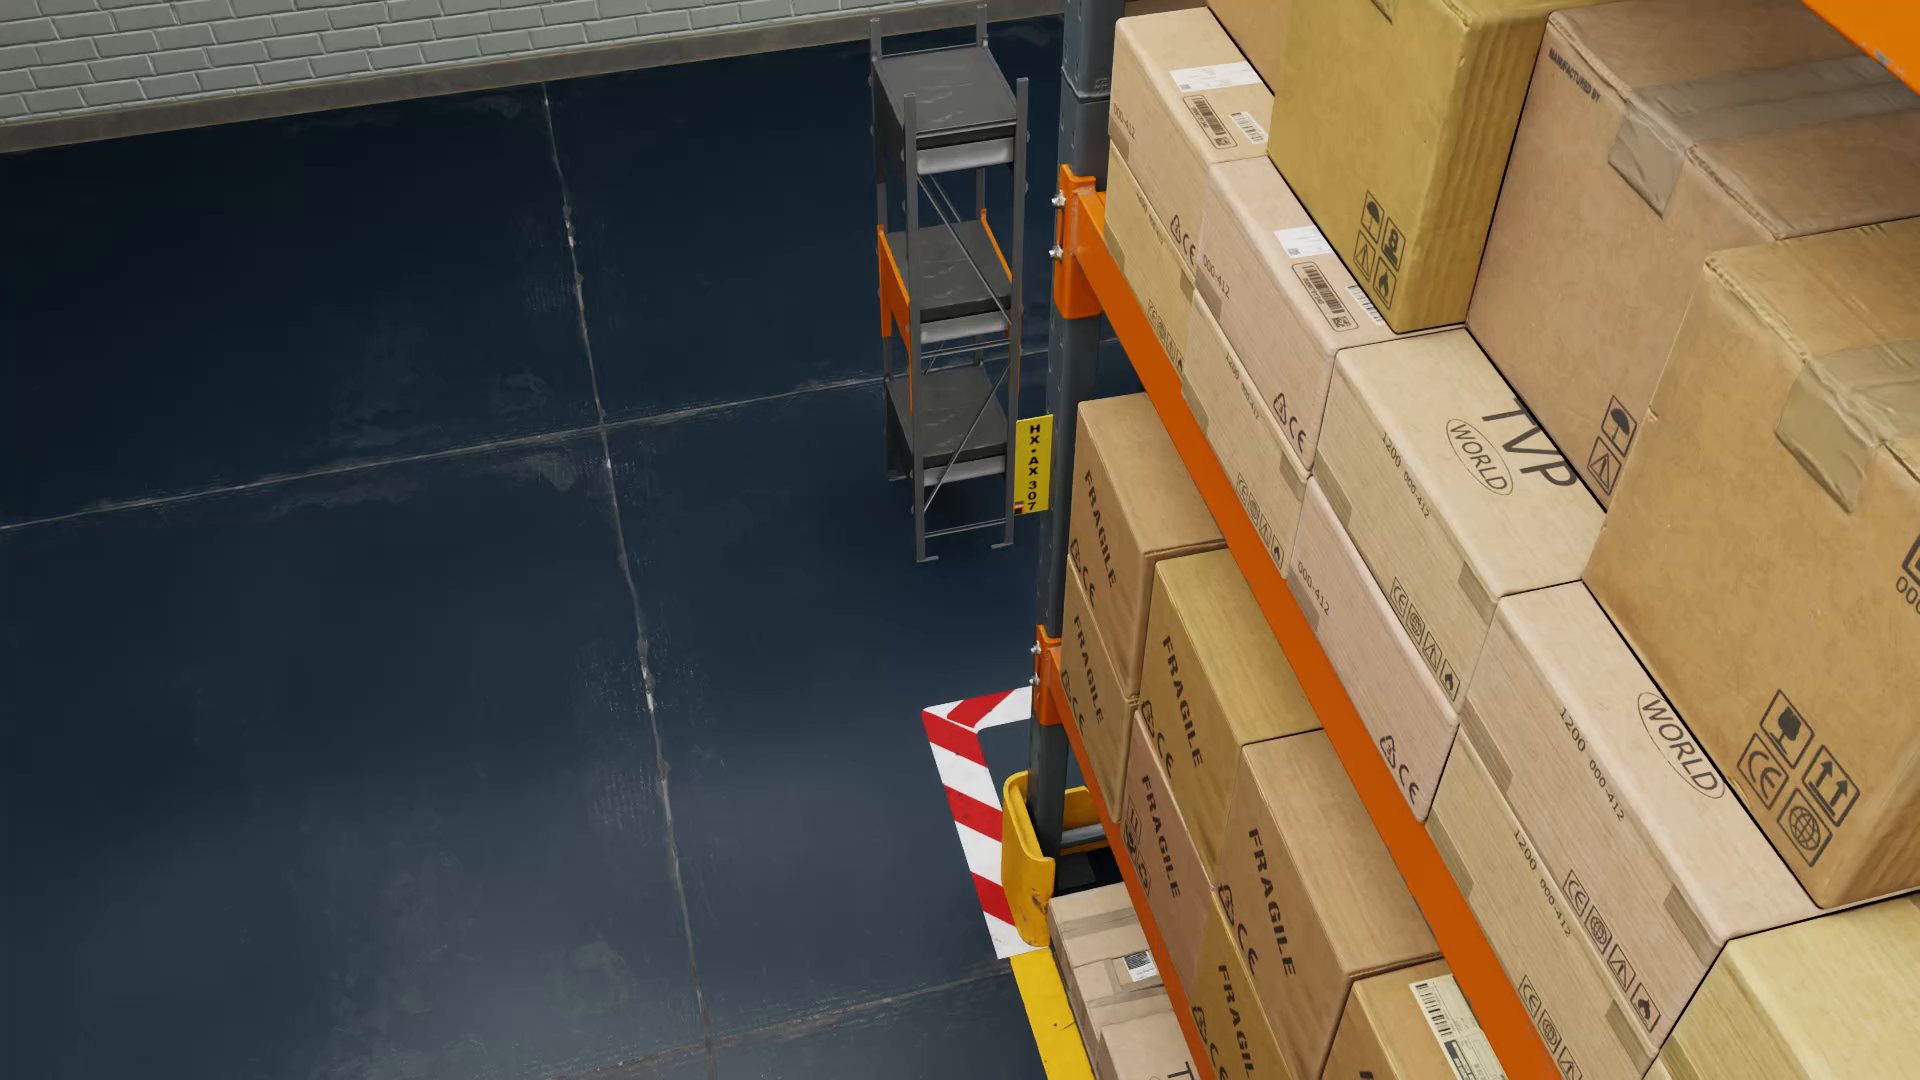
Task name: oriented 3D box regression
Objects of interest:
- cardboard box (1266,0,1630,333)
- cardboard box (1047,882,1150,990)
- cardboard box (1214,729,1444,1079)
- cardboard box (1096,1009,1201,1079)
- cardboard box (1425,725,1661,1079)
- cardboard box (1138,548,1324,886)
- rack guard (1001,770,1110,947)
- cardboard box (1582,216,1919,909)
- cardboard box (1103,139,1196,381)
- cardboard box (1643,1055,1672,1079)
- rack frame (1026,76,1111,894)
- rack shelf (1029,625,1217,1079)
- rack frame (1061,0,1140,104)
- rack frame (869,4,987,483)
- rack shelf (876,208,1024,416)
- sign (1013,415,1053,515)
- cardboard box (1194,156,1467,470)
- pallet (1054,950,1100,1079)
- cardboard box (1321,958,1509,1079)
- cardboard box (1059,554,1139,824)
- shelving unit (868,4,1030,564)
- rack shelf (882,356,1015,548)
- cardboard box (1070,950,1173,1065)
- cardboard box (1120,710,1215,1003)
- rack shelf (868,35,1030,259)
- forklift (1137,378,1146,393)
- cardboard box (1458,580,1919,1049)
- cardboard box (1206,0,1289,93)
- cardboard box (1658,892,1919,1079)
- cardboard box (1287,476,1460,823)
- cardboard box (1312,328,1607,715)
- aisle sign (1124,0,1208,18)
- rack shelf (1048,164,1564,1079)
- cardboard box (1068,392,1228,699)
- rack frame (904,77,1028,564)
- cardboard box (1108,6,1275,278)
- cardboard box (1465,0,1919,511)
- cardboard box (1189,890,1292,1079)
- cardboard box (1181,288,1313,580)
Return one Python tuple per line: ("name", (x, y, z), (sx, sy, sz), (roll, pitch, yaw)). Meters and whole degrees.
("cardboard box", (0.906, -0.707, 2.472), (0.700, 0.500, 0.500), (-11, 47, -10))
("cardboard box", (0.488, 1.212, 5.150), (0.380, 0.149, 0.250), (-11, 47, -10))
("cardboard box", (0.836, 0.691, 3.202), (0.500, 0.500, 0.500), (-10, 46, -10))
("cardboard box", (0.706, 1.597, 4.702), (0.500, 0.250, 0.500), (-11, 47, -10))
("cardboard box", (0.978, 0.456, 2.208), (0.500, 0.250, 0.500), (-11, 47, -10))
("cardboard box", (0.713, 0.345, 3.542), (0.500, 0.500, 0.500), (-10, 46, -10))
("rack guard", (0.732, 0.943, 5.476), (1.175, 0.500, 0.348), (-11, 47, -10))
("cardboard box", (1.175, -0.019, 1.798), (0.700, 0.500, 0.500), (-11, 47, -10))
("cardboard box", (0.598, -0.580, 3.223), (0.500, 0.250, 0.500), (-11, 47, -10))
("cardboard box", (1.101, 0.802, 1.868), (0.500, 0.250, 0.500), (-11, 47, -10))
("rack frame", (0.713, 0.016, 4.634), (1.000, 3.000, 0.127), (-11, 47, -10))
("rack shelf", (1.225, 1.648, 3.538), (1.077, 0.370, 4.000), (-11, 47, -10))
("rack frame", (0.713, -2.084, 2.492), (1.000, 3.000, 0.127), (-11, 47, -10))
("rack frame", (-0.105, -1.018, 6.277), (0.400, 2.100, 0.015), (-11, 47, -10))
("rack shelf", (-0.042, -0.840, 6.122), (0.431, 0.518, 0.480), (-11, 47, -10))
("sign", (0.188, -0.188, 4.228), (0.100, 0.325, 0.005), (-11, 47, -10))
("cardboard box", (0.714, -0.408, 2.704), (0.500, 0.250, 0.500), (-11, 47, -10))
("pallet", (0.937, 1.595, 5.040), (1.003, 0.211, 1.213), (-11, 47, -10))
("cardboard box", (0.967, 1.042, 2.859), (0.500, 0.500, 0.500), (-11, 47, -11))
("cardboard box", (0.571, 0.335, 4.251), (0.500, 0.500, 0.500), (-10, 46, -9))
("shelving unit", (-0.042, -0.849, 6.112), (0.431, 2.100, 0.503), (-11, 47, -10))
("rack shelf", (-0.042, -0.350, 6.622), (0.431, 0.518, 0.480), (-11, 47, -10))
("cardboard box", (0.552, 1.378, 4.975), (0.380, 0.166, 0.250), (-11, 47, -10))
("cardboard box", (0.709, 0.691, 3.903), (0.500, 0.500, 0.500), (-11, 47, -11))
("rack shelf", (-0.042, -1.330, 5.622), (0.431, 0.518, 0.480), (-11, 47, -10))
("forklift", (2.186, -1.052, 5.728), (3.031, 2.935, 1.130), (33, 54, 28))
("cardboard box", (0.972, 0.282, 2.028), (0.500, 0.250, 0.500), (-11, 47, -10))
("cardboard box", (0.860, -1.067, 2.825), (0.700, 0.500, 0.500), (-11, 47, -10))
("cardboard box", (1.099, 0.628, 1.690), (0.500, 0.250, 0.500), (-11, 47, -10))
("cardboard box", (0.844, 0.112, 2.545), (0.500, 0.250, 0.500), (-11, 47, -10))
("cardboard box", (0.848, -0.064, 2.367), (0.500, 0.250, 0.500), (-11, 47, -10))
("aisle sign", (0.411, -0.888, 3.699), (0.394, 0.787, 0.004), (-11, 47, -10))
("rack shelf", (1.225, 0.599, 2.467), (1.077, 0.370, 4.000), (-11, 47, -10))
("cardboard box", (0.571, -0.015, 3.894), (0.500, 0.500, 0.500), (-9, 46, -9))
("rack frame", (0.020, -0.681, 5.947), (0.400, 2.100, 0.015), (-11, 47, -10))
("cardboard box", (0.593, -0.754, 3.044), (0.500, 0.250, 0.500), (-11, 47, -10))
("cardboard box", (1.138, -0.381, 2.153), (0.700, 0.500, 0.500), (-11, 47, -10))
("cardboard box", (0.834, 1.038, 3.563), (0.500, 0.500, 0.500), (-11, 47, -10))
("cardboard box", (0.714, -0.233, 2.883), (0.500, 0.250, 0.500), (-11, 47, -10))
